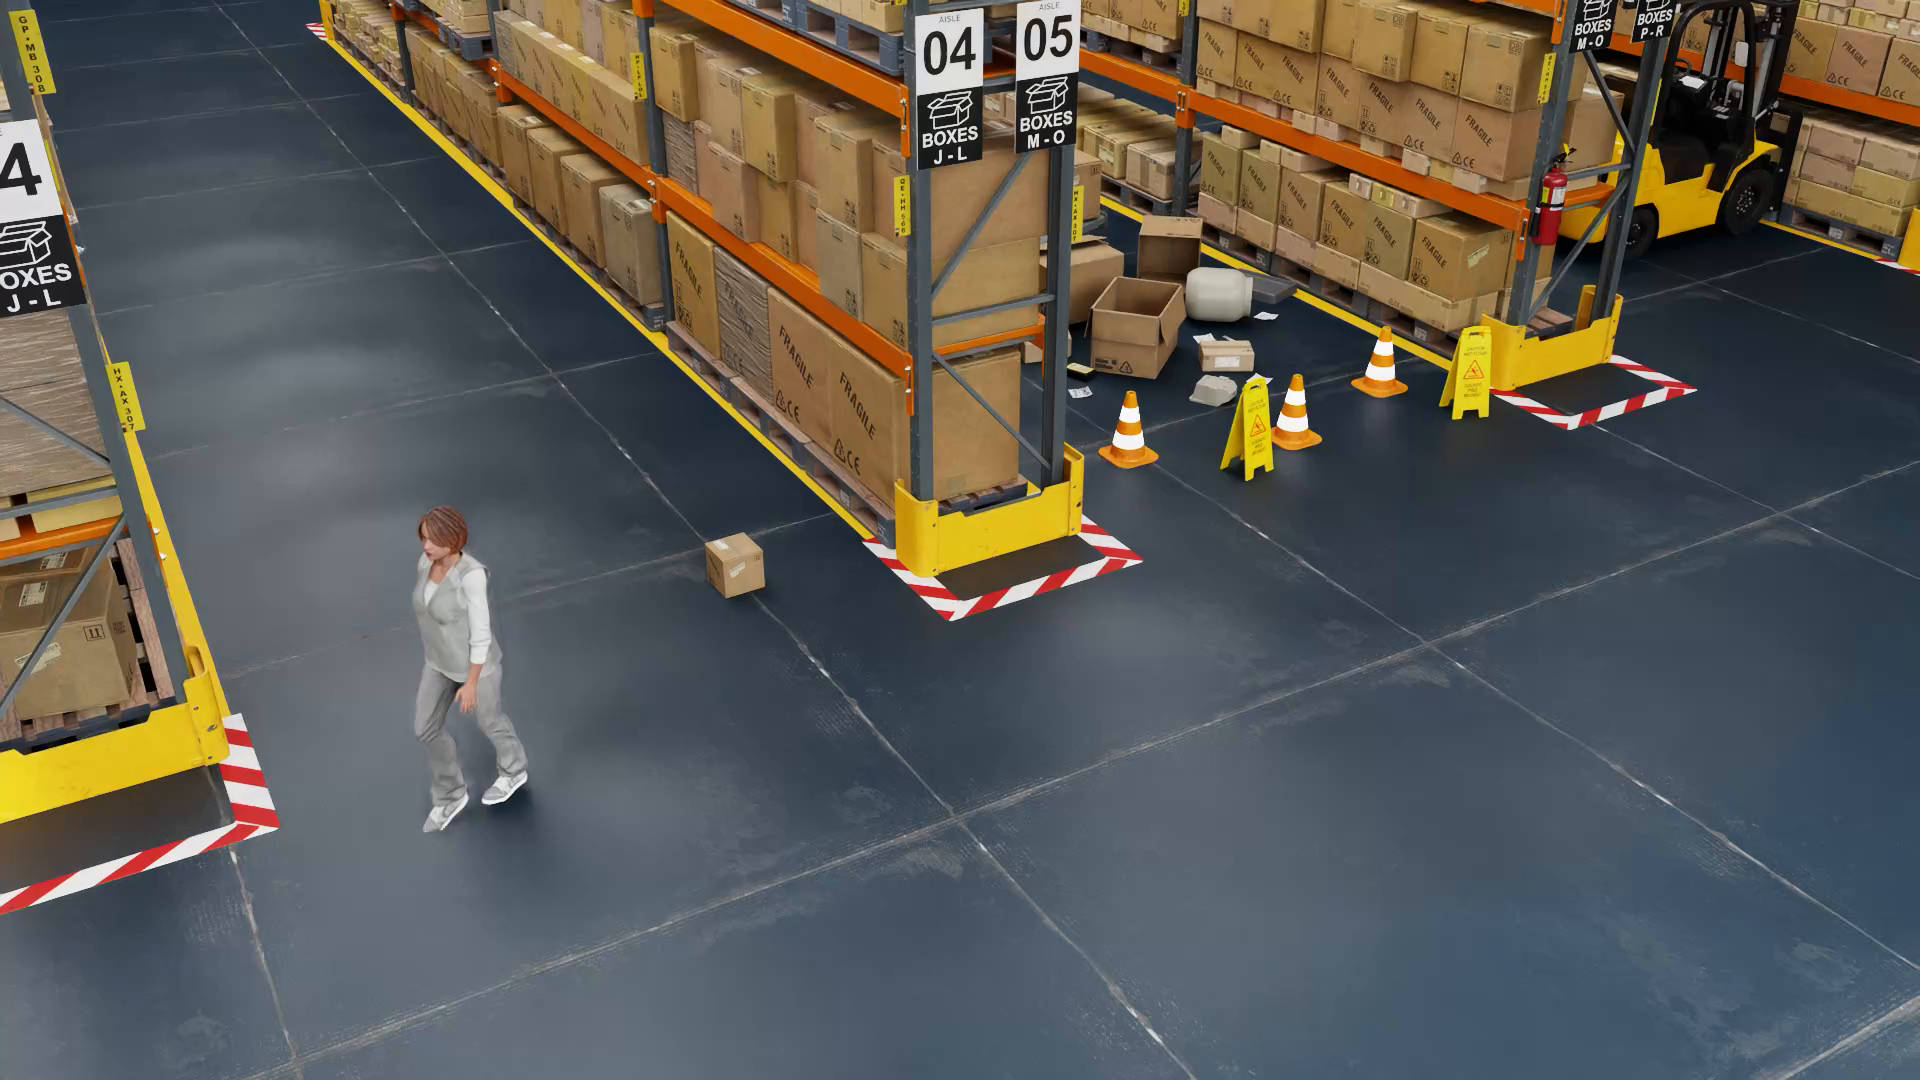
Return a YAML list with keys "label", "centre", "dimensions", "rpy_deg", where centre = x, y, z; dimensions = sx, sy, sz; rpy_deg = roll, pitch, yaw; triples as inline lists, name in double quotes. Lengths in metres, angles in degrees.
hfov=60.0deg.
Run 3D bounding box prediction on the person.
- label: "person"
  centre: [-2.252, 0.596, 7.518]
  dimensions: [0.454, 1.650, 0.548]
  rpy_deg: [17, 33, 27]
